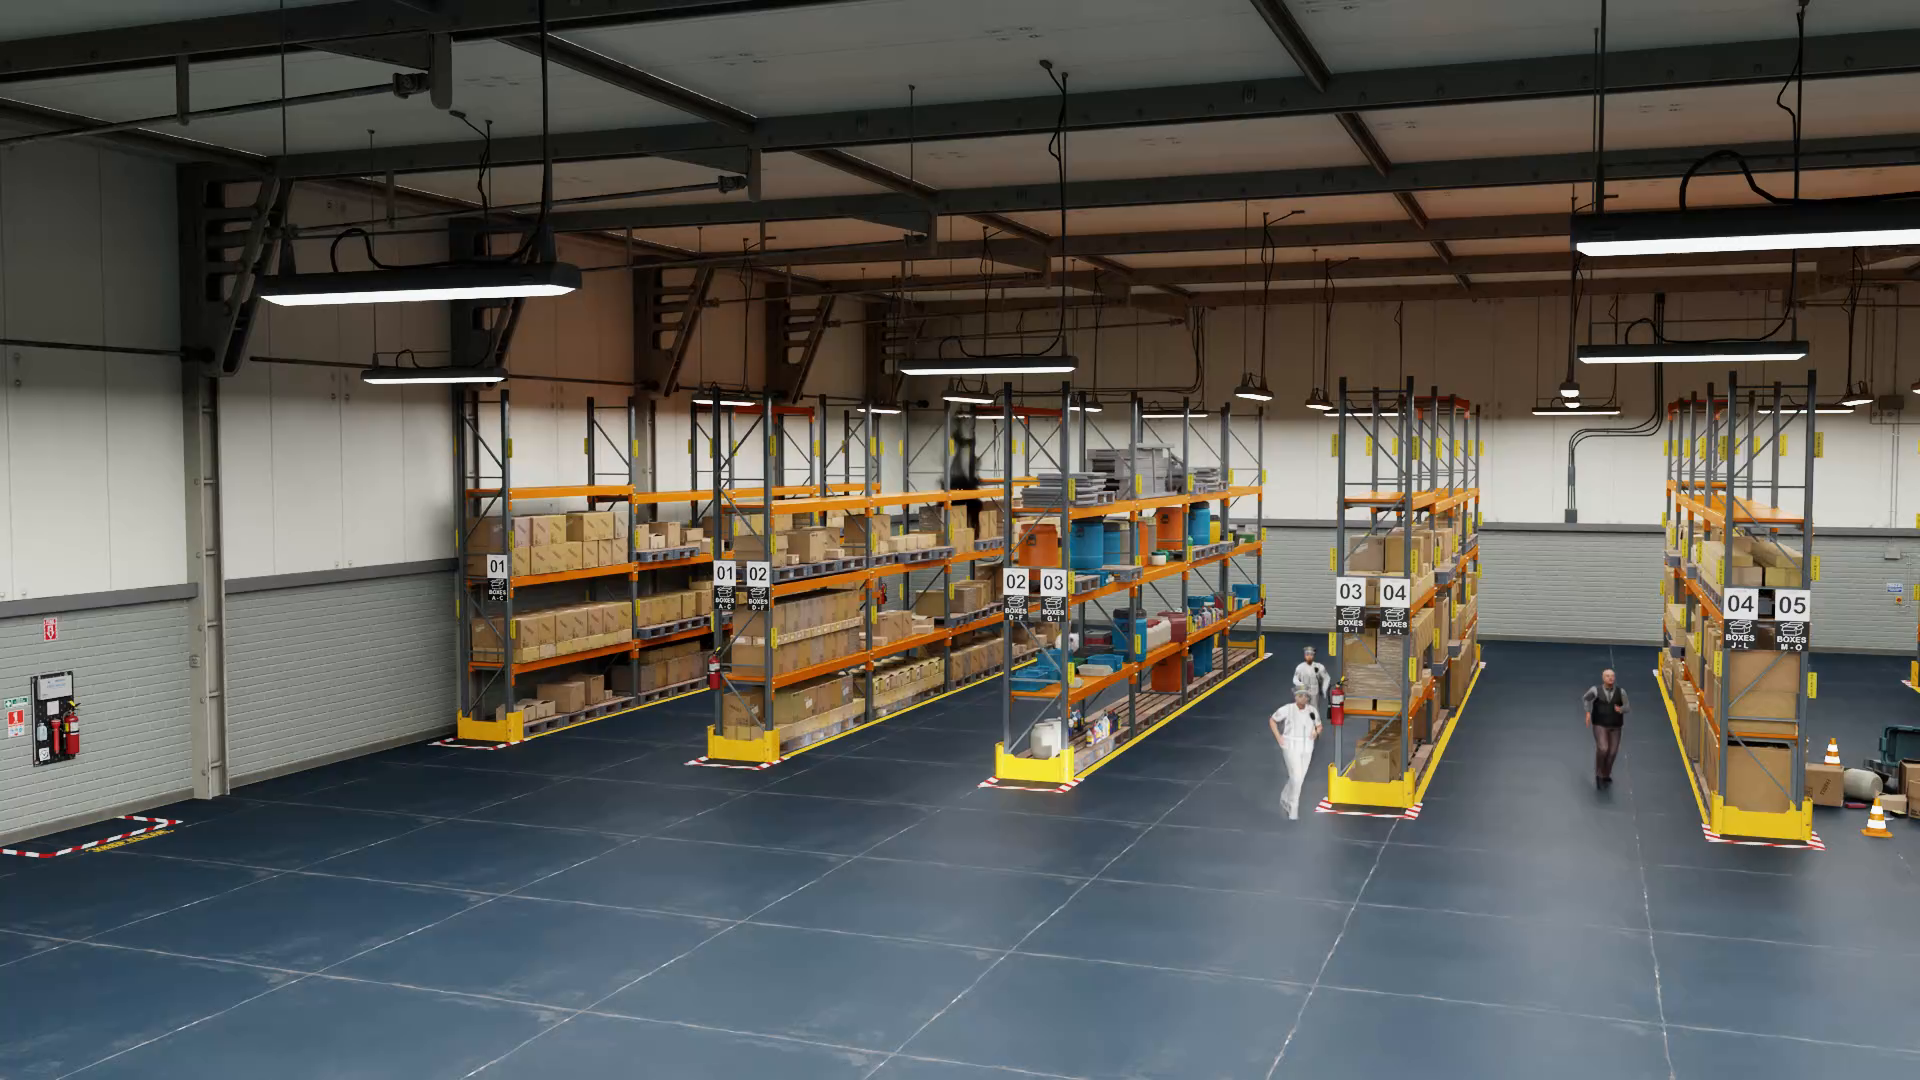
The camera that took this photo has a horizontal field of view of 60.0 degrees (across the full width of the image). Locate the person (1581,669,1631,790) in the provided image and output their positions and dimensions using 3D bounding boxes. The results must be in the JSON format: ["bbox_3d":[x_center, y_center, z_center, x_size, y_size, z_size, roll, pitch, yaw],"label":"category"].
[{"bbox_3d":[9.551,2.795,24.546,0.624,1.774,0.746,0,3,6],"label":"person"}]

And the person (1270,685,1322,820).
[{"bbox_3d":[4.607,2.889,22.674,0.690,1.869,0.667,-1,3,-16],"label":"person"}]

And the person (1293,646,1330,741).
[{"bbox_3d":[5.906,2.623,28.046,0.597,1.660,0.569,1,3,20],"label":"person"}]

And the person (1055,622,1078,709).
[{"bbox_3d":[2.076,2.396,32.143,0.617,1.668,0.837,1,3,22],"label":"person"}]
